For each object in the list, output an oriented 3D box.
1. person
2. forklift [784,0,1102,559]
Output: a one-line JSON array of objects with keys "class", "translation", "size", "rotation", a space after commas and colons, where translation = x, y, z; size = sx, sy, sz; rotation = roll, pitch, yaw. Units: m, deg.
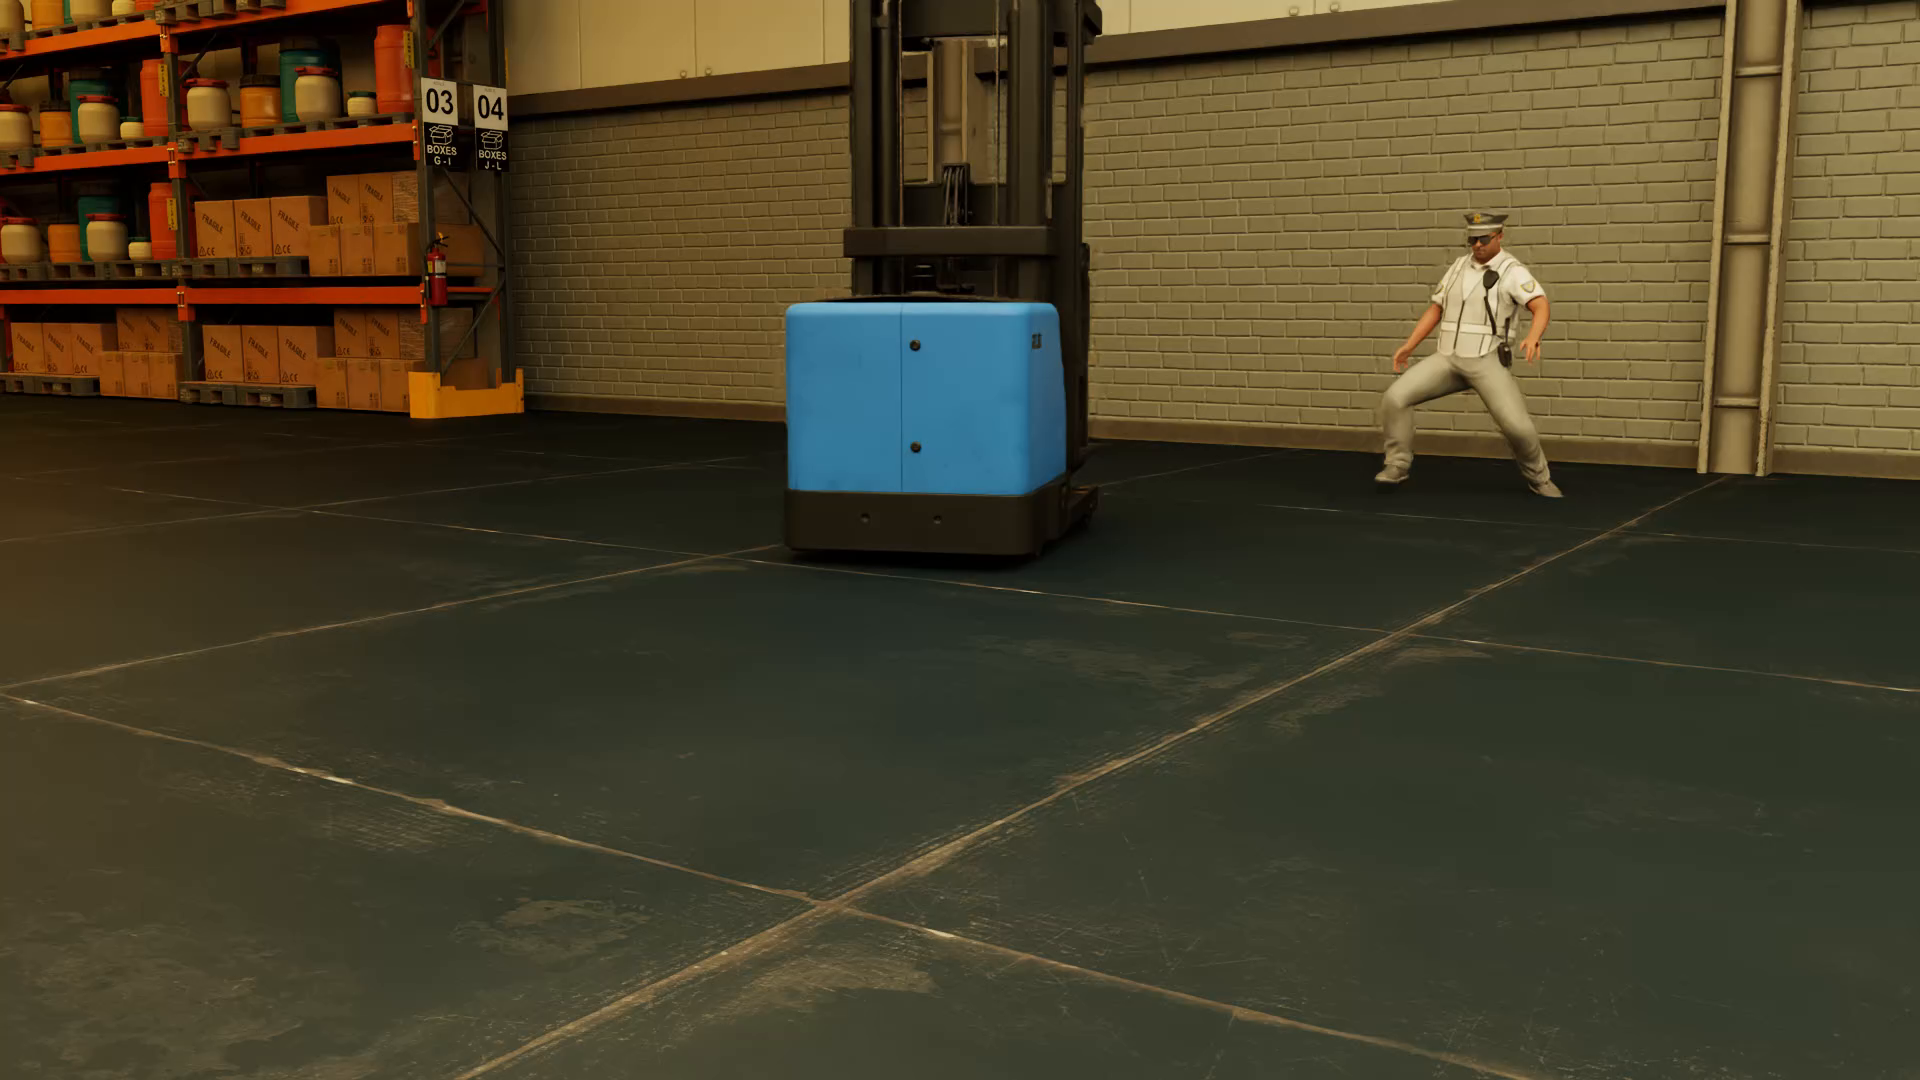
[{"class": "person", "translation": [2.932, -1.035, 9.364], "size": [0.781, 1.623, 0.967], "rotation": [-7, 11, -40]}, {"class": "forklift", "translation": [0.080, -1.539, 8.018], "size": [1.130, 2.935, 3.031], "rotation": [2, 8, 12]}]
